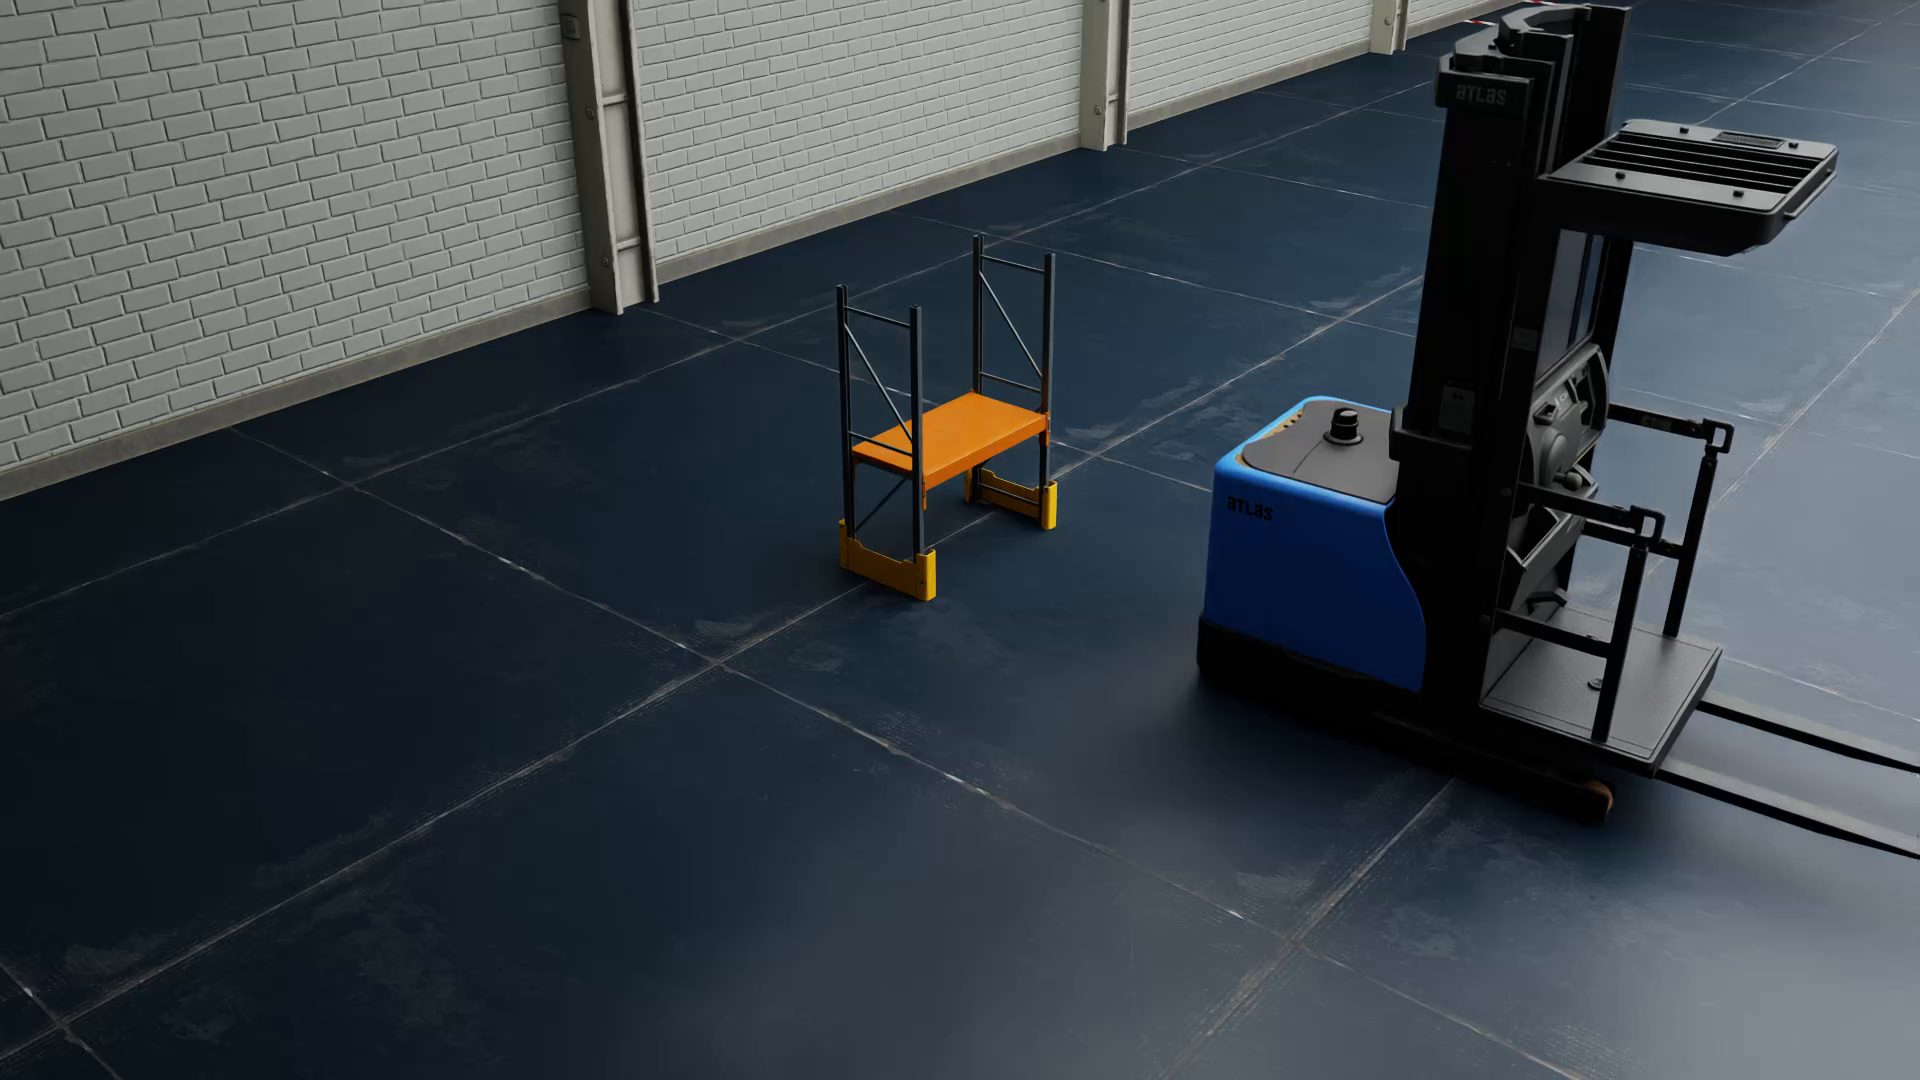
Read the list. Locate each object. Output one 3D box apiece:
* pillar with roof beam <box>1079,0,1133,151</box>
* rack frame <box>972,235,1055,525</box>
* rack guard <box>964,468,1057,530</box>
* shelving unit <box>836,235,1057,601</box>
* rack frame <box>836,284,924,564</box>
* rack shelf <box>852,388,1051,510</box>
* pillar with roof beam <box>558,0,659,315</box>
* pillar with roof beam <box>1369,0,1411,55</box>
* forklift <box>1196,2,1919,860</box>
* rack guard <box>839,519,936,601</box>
[{"bbox_3d":[4.706,-6.585,11.684,9.100,9.000,0.400,21,34,34],"label":"pillar with roof beam"},{"bbox_3d":[0.269,-0.816,8.695,0.500,1.500,0.032,21,34,34],"label":"rack frame"},{"bbox_3d":[0.268,-0.261,8.982,0.587,0.250,0.087,21,34,34],"label":"rack guard"},{"bbox_3d":[-0.048,-0.639,8.353,0.587,1.500,1.083,21,34,34],"label":"shelving unit"},{"bbox_3d":[-0.378,-0.456,7.999,0.500,1.500,0.032,21,34,34],"label":"rack frame"},{"bbox_3d":[-0.054,-0.476,8.430,0.538,0.185,1.000,21,34,34],"label":"rack shelf"},{"bbox_3d":[0.890,-4.457,7.572,9.100,9.000,0.400,21,34,34],"label":"pillar with roof beam"},{"bbox_3d":[8.523,-8.712,15.797,9.100,9.000,0.400,21,34,34],"label":"pillar with roof beam"},{"bbox_3d":[2.562,-0.462,6.453,3.031,2.935,1.130,18,33,31],"label":"forklift"},{"bbox_3d":[-0.365,0.093,8.299,0.587,0.250,0.087,21,34,34],"label":"rack guard"}]
